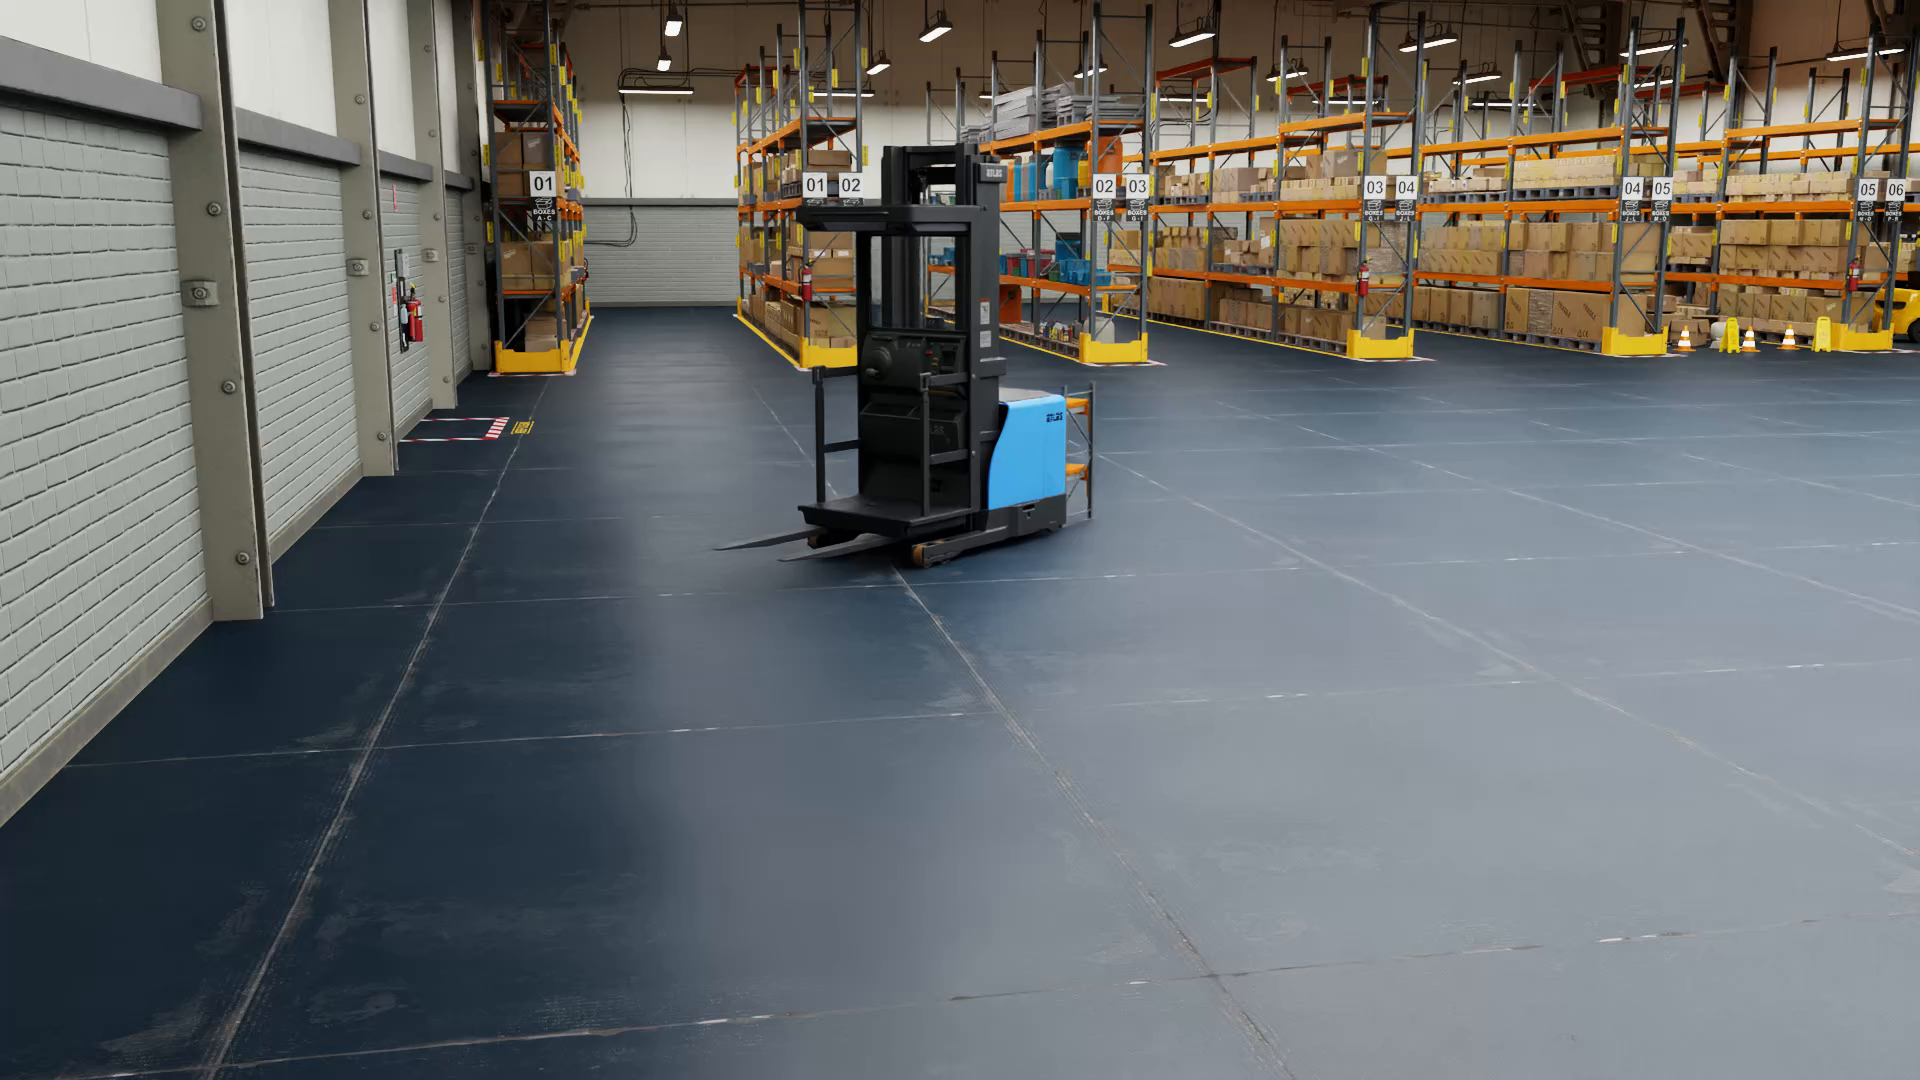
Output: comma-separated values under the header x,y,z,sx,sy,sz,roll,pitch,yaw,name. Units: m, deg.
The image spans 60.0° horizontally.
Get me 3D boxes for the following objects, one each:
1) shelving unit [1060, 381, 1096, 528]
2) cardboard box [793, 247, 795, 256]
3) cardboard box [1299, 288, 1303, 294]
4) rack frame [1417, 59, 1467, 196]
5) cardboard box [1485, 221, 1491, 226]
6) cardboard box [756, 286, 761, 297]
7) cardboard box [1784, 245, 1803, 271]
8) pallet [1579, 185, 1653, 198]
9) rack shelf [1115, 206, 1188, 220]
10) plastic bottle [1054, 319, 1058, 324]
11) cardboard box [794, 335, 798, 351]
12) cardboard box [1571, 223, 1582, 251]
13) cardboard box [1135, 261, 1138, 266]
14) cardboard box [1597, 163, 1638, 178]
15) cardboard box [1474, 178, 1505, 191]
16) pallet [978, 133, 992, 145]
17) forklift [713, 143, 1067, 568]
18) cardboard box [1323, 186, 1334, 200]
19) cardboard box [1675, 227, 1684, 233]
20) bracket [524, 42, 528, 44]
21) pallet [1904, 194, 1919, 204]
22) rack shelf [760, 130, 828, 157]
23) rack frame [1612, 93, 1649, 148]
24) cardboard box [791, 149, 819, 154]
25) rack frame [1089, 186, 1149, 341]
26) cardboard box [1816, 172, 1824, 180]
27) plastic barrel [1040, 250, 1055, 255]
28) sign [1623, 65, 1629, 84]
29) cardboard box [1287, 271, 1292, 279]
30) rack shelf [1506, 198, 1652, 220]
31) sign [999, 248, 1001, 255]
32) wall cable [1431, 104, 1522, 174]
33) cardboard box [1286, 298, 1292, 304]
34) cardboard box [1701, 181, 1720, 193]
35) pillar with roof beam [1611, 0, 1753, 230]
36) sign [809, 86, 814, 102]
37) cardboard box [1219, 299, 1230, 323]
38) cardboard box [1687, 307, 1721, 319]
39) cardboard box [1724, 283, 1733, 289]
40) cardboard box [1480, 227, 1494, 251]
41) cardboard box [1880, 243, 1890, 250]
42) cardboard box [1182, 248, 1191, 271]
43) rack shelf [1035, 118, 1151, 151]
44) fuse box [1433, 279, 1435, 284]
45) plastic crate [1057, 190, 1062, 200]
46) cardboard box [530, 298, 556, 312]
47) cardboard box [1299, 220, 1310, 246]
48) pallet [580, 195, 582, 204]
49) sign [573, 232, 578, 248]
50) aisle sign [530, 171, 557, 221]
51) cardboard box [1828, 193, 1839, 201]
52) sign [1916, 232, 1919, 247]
x,y,z,sx,sy,sz,roll,pitch,yaw,name
0.518,-0.742,13.581,1.048,1.125,0.538,7,13,33,shelving unit
-2.833,-5.265,30.333,0.380,0.149,0.250,-2,11,-13,cardboard box
9.367,-6.713,44.855,0.380,0.149,0.250,-3,11,-14,cardboard box
10.929,-9.343,37.716,1.000,3.000,0.127,-2,11,-11,rack frame
14.366,-8.513,44.725,0.380,0.149,0.250,-2,11,-11,cardboard box
-4.402,-5.684,38.039,0.500,0.250,0.500,-2,11,-11,cardboard box
16.759,-5.596,33.011,0.500,0.500,0.500,-2,11,-11,cardboard box
12.331,-6.494,31.009,1.003,0.211,1.213,-2,11,-11,pallet
4.878,-8.455,42.996,1.077,0.370,4.000,-2,11,-11,rack shelf
1.855,-4.077,32.003,0.144,0.351,0.185,-2,11,-11,plastic bottle
-2.621,-3.442,28.987,0.500,0.250,0.500,-2,11,-11,cardboard box
12.278,-5.807,31.896,0.875,0.550,0.550,-2,11,-11,cardboard box
4.685,-7.077,42.528,0.380,0.149,0.250,-2,11,-10,cardboard box
12.116,-6.810,30.644,0.500,0.250,0.500,-2,11,-10,cardboard box
11.251,-7.536,35.256,0.500,0.250,0.500,-2,11,-11,cardboard box
1.076,-8.845,36.676,1.213,0.211,1.003,-2,11,-11,pallet
-0.471,-1.348,11.937,1.130,2.935,3.031,8,14,37,forklift
7.066,-6.432,30.844,0.500,0.250,0.500,-2,11,-10,cardboard box
16.009,-6.833,36.652,0.380,0.149,0.250,-3,11,-13,cardboard box
-9.865,-11.176,37.722,0.235,0.232,0.430,-2,11,-11,bracket
21.227,-7.583,37.003,0.805,0.209,1.217,-3,11,-13,pallet
-3.284,-7.905,33.155,1.077,0.370,4.000,-2,11,-11,rack shelf
19.077,-11.190,47.420,1.000,3.000,0.127,-2,11,-11,rack frame
-2.977,-7.230,31.910,0.500,0.500,0.500,-2,11,-10,cardboard box
2.742,-4.587,28.772,1.000,3.000,0.127,-2,11,-11,rack frame
16.887,-7.064,32.302,0.380,0.149,0.250,-2,11,-11,cardboard box
1.850,-5.705,34.284,0.433,0.535,0.433,0,11,0,plastic barrel
11.950,-8.356,29.823,0.100,0.325,0.005,-2,11,-11,sign
6.681,-5.235,32.853,0.380,0.149,0.250,-2,11,-11,cardboard box
12.096,-6.416,32.283,1.077,0.370,4.000,-2,11,-11,rack shelf
0.948,-6.943,40.413,0.100,0.325,0.005,-2,11,-11,sign
16.305,-12.181,52.529,2.988,3.039,0.133,-2,11,-11,wall cable
9.161,-6.561,45.648,0.380,0.149,0.250,-2,11,-10,cardboard box
16.288,-7.569,35.696,0.500,0.250,0.500,-2,11,-12,cardboard box
16.381,-10.460,43.587,9.100,9.000,0.548,-2,11,-11,pillar with roof beam
-3.130,-9.379,34.984,0.100,0.325,0.005,-2,11,-11,sign
6.194,-5.100,36.978,0.700,0.500,0.500,-3,11,-14,cardboard box
16.439,-4.872,36.177,0.950,0.372,0.625,-2,11,-10,cardboard box
19.934,-6.539,42.858,0.380,0.149,0.250,-2,11,-11,cardboard box
11.503,-6.388,35.293,0.700,0.500,0.500,-2,11,-12,cardboard box
20.882,-6.601,37.354,0.380,0.149,0.250,-2,11,-13,cardboard box
5.510,-6.551,38.827,0.500,0.500,0.500,-2,11,-13,cardboard box
2.353,-7.351,30.243,1.077,0.370,4.000,-2,11,-11,rack shelf
15.179,-8.512,52.840,0.539,1.711,0.414,-2,11,-11,fuse box
2.004,-6.390,30.793,0.336,0.188,0.450,-2,11,-11,plastic crate
-8.002,-4.532,31.986,0.500,0.250,0.500,-2,11,-12,cardboard box
6.856,-5.912,31.996,0.500,0.500,0.500,-2,11,-11,cardboard box
-9.933,-8.455,41.312,1.003,0.211,1.213,-2,11,-11,pallet
-8.001,-6.245,34.600,0.100,0.325,0.005,-2,11,-11,sign
-6.668,-5.501,26.624,0.394,0.787,0.004,-2,11,-11,aisle sign
16.897,-6.577,31.879,0.380,0.149,0.250,-2,11,-11,cardboard box
20.881,-6.550,36.204,0.100,0.325,0.005,-2,11,-11,sign
